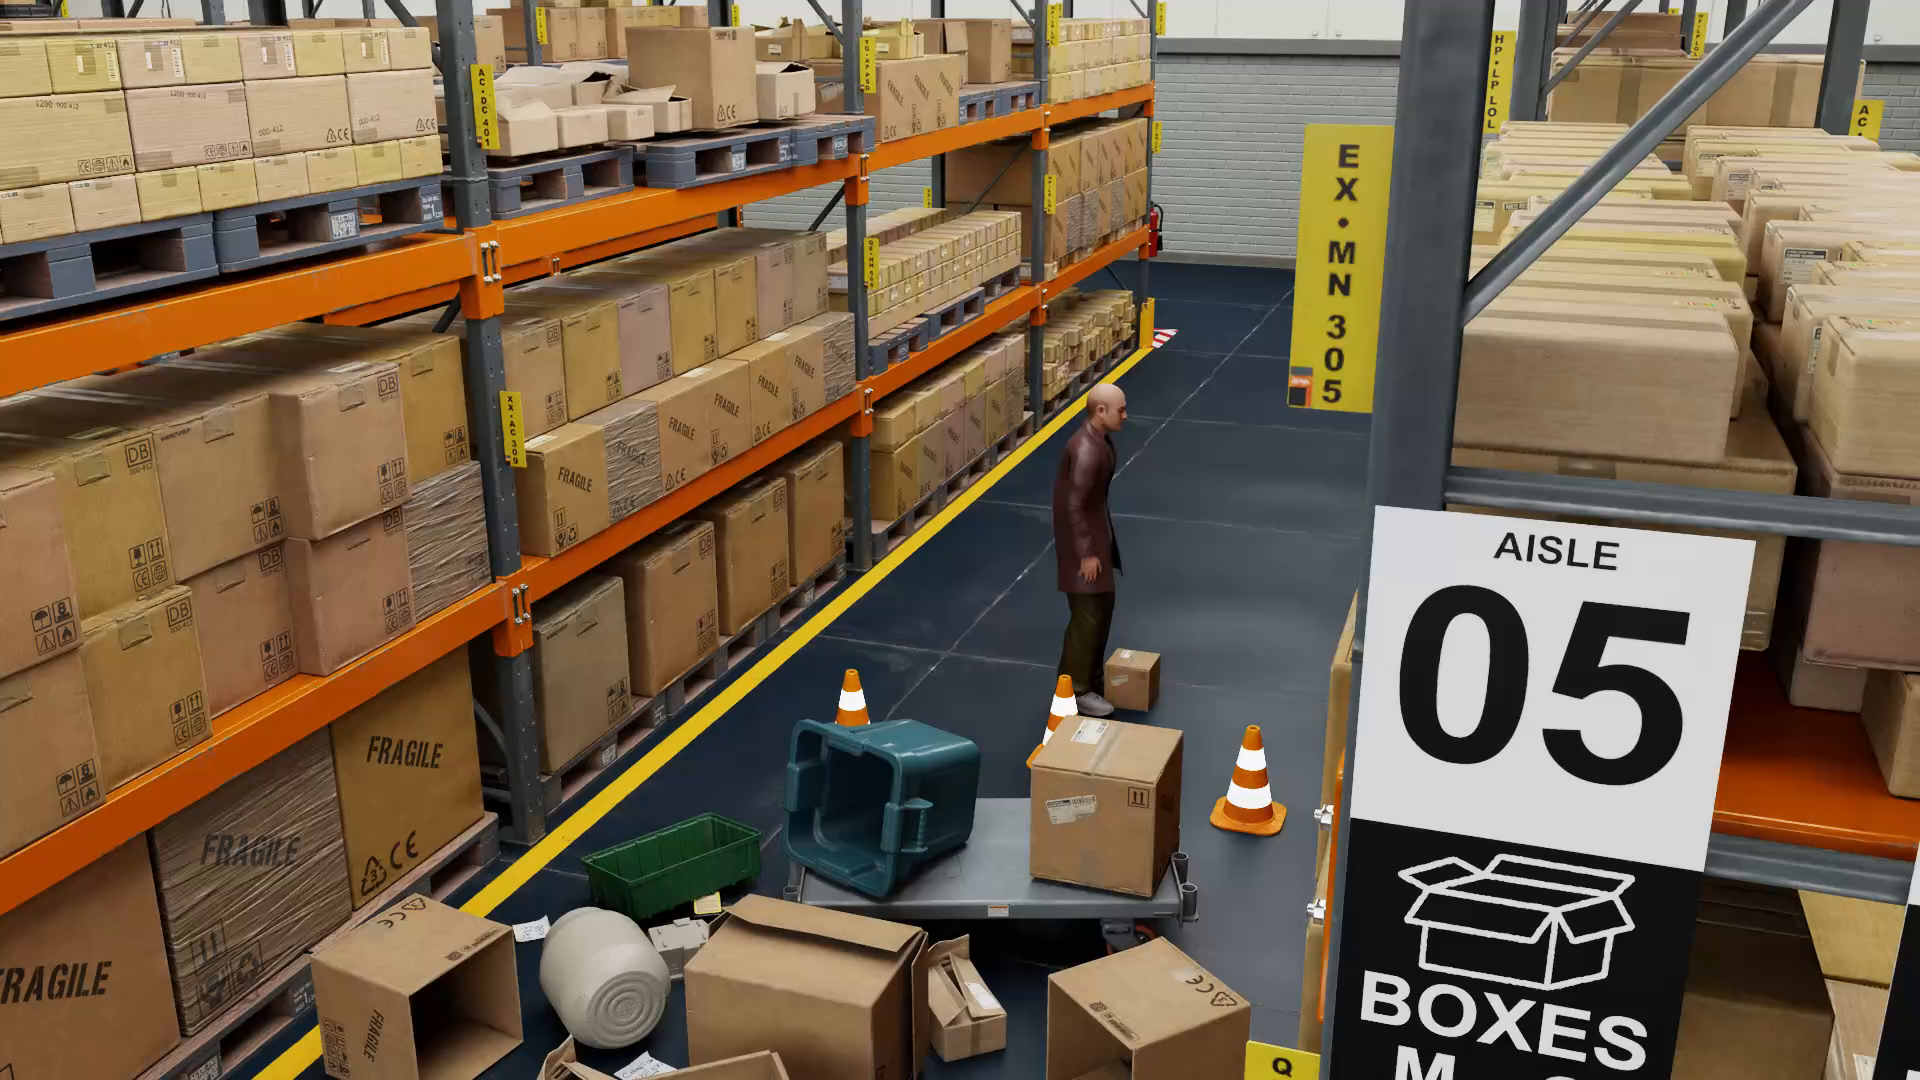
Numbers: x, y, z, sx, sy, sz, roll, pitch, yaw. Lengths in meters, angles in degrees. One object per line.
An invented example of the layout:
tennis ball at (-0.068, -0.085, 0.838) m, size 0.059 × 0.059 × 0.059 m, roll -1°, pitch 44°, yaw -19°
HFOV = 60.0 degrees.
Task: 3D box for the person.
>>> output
person at (0.717, 0.021, 9.022) m, size 0.427 × 1.773 × 0.651 m, roll 5°, pitch 19°, yaw 15°
